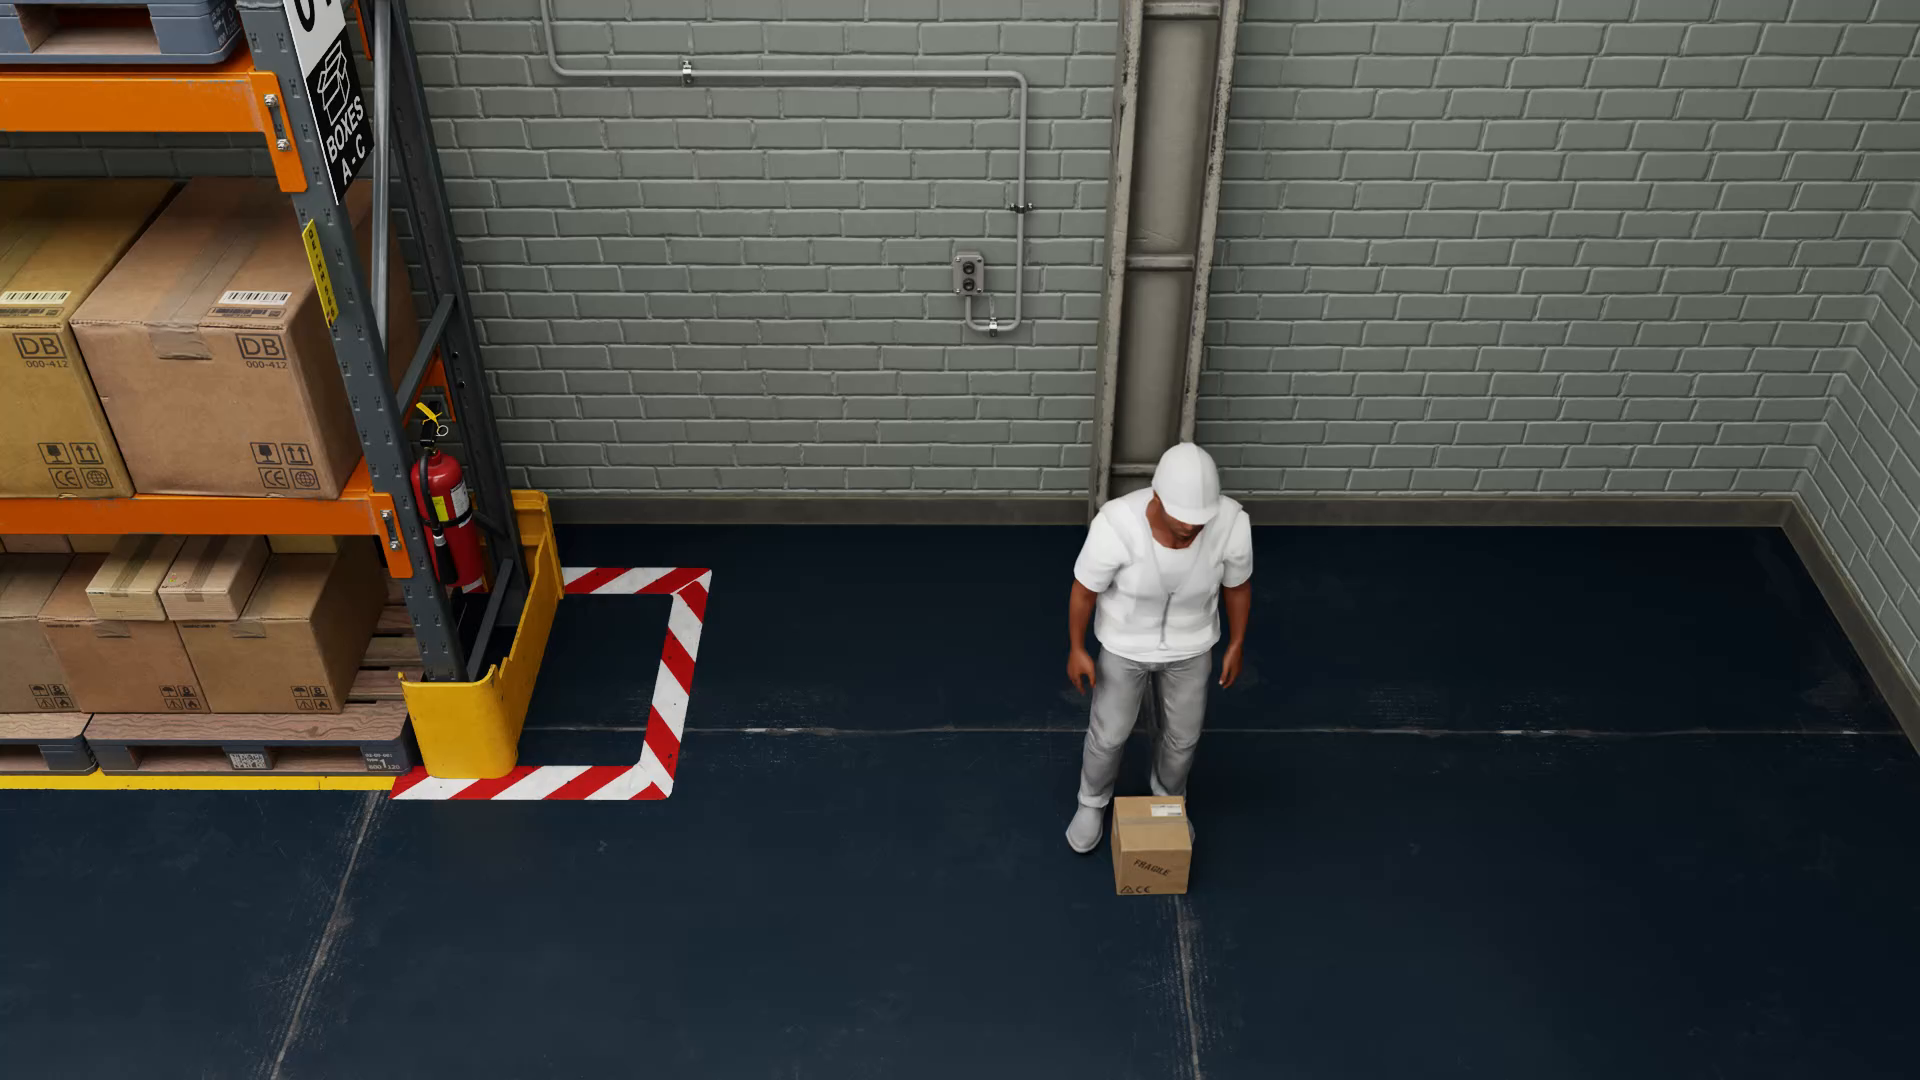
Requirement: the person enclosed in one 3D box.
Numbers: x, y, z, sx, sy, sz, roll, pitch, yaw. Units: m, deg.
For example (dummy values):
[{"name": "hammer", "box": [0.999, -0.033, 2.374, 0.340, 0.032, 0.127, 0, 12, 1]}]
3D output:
[{"name": "person", "box": [0.677, 0.101, 5.470, 0.624, 1.063, 0.463, -2, 39, -2]}]
